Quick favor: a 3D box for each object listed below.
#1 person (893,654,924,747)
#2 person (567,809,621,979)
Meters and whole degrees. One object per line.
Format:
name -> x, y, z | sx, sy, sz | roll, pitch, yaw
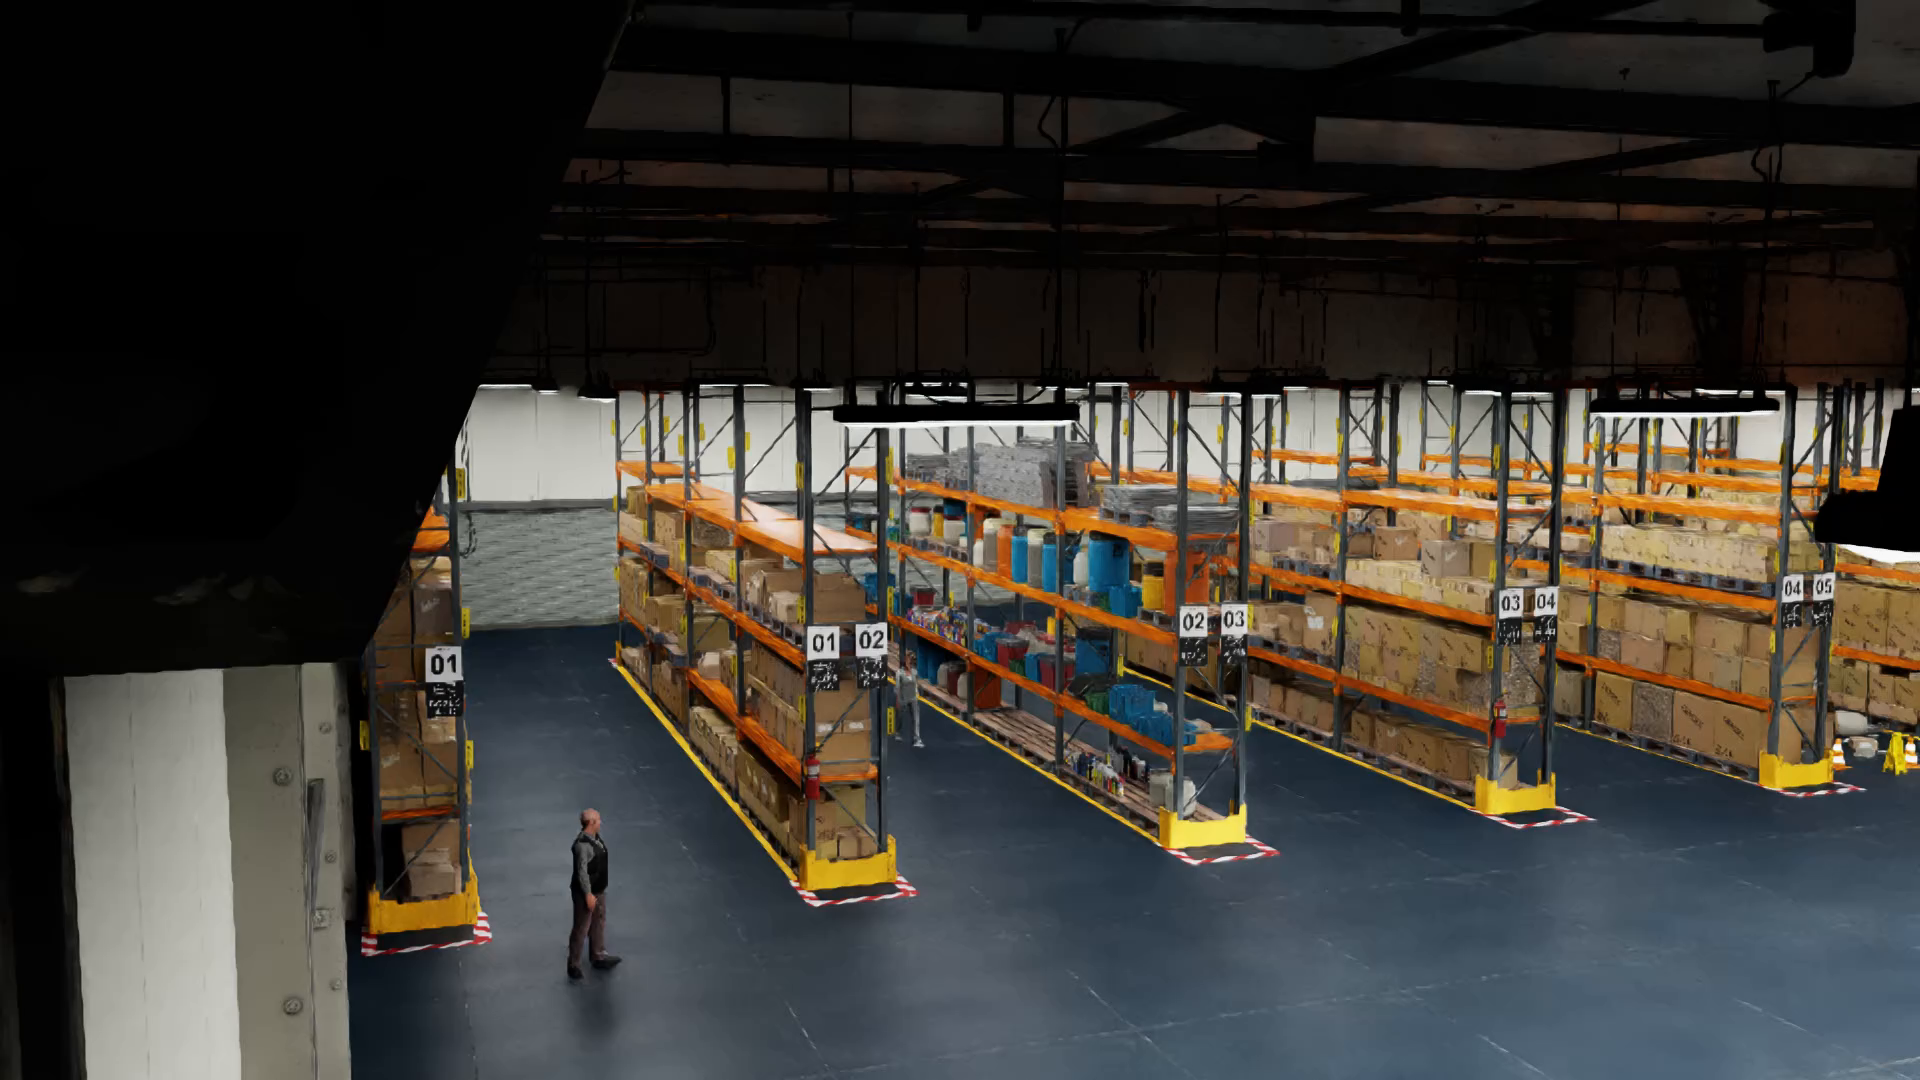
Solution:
person -> -0.899, 2.640, 27.676 | 0.417, 1.517, 1.037 | -2, 6, -17
person -> -3.842, 3.645, 17.265 | 0.464, 1.726, 0.617 | 1, 6, 5
